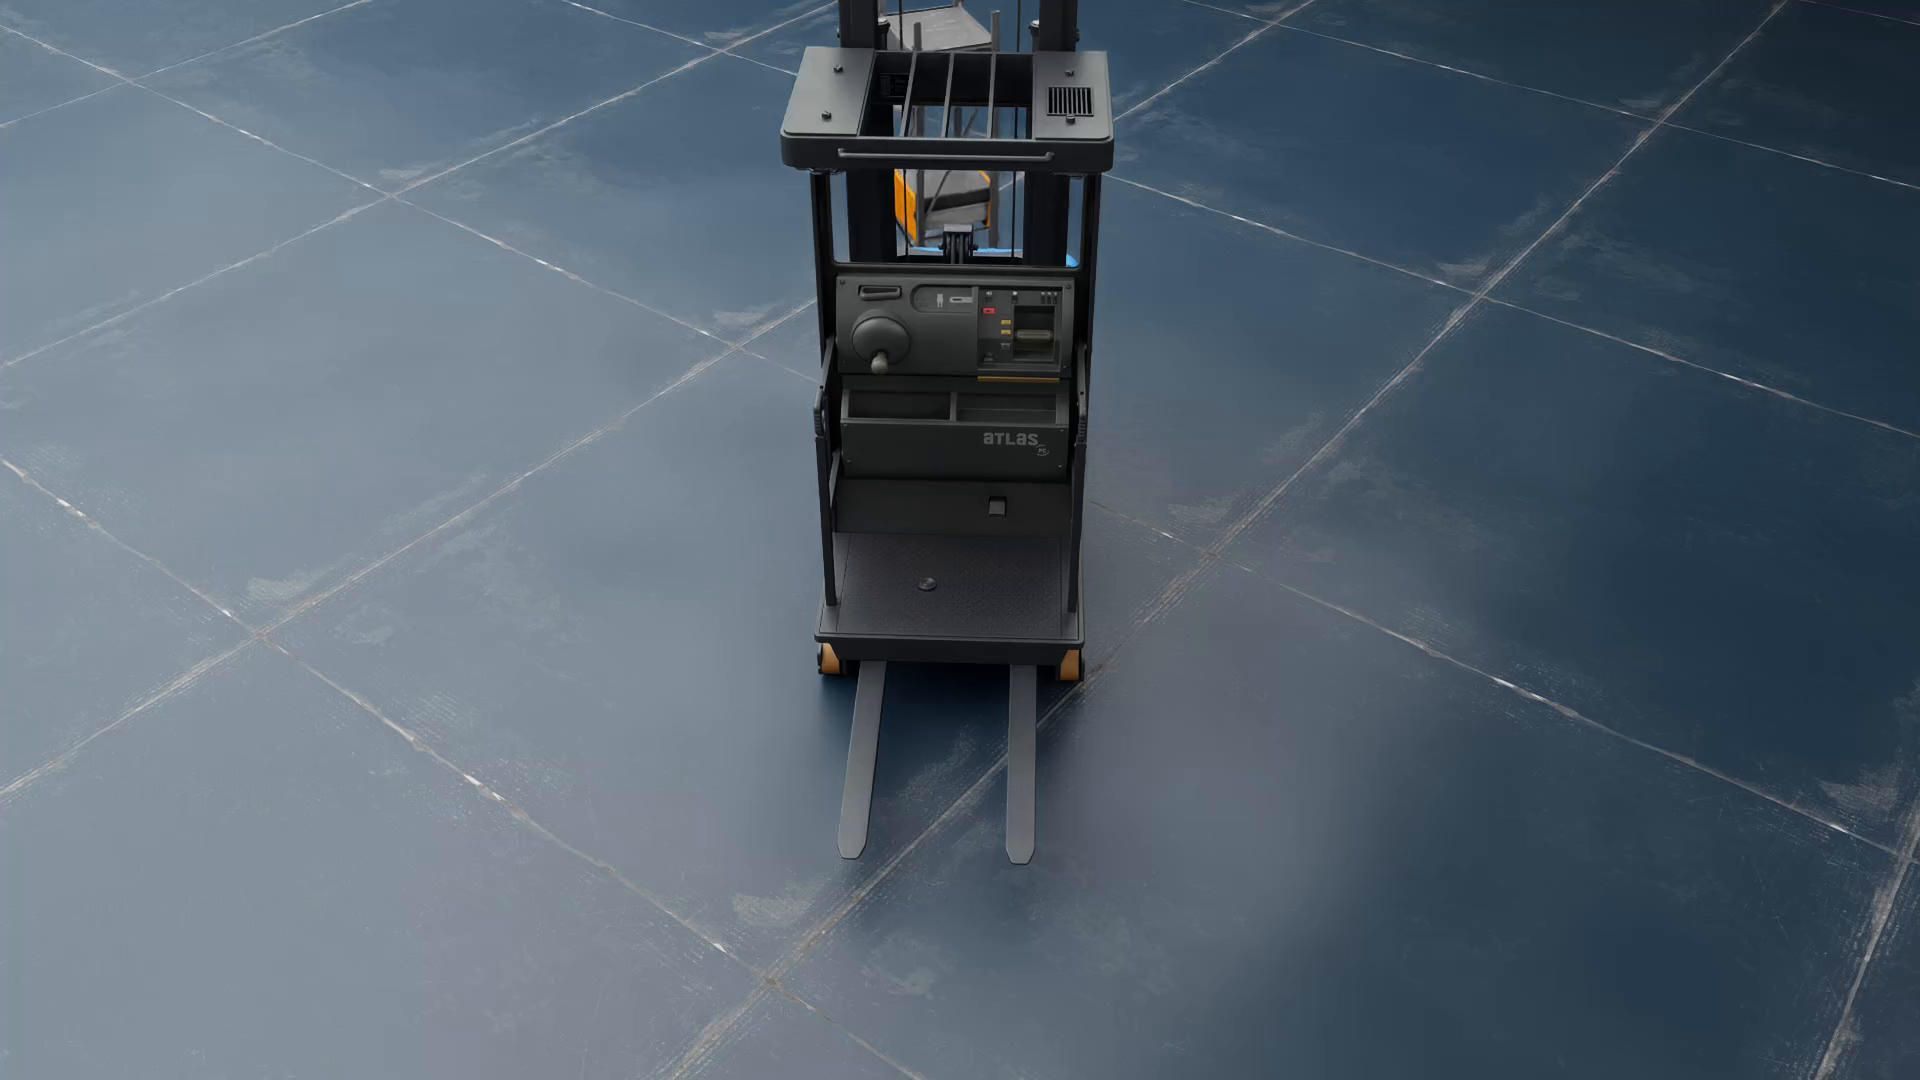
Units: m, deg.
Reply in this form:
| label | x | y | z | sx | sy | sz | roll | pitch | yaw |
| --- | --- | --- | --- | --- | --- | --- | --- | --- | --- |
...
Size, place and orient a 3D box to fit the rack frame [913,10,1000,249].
| label | x | y | z | sx | sy | sz | roll | pitch | yaw |
| --- | --- | --- | --- | --- | --- | --- | --- | --- | --- |
| rack frame | -0.013 | -1.453 | 7.899 | 0.400 | 2.100 | 0.015 | -13 | 40 | -16 |

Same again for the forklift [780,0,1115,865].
| label | x | y | z | sx | sy | sz | roll | pitch | yaw |
| --- | --- | --- | --- | --- | --- | --- | --- | --- | --- |
| forklift | -0.026 | -0.766 | 6.351 | 1.130 | 2.935 | 3.031 | 1 | 38 | 2 |

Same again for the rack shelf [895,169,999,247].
| label | x | y | z | sx | sy | sz | roll | pitch | yaw |
| --- | --- | --- | --- | --- | --- | --- | --- | --- | --- |
| rack shelf | -0.099 | -1.582 | 8.088 | 0.431 | 0.518 | 0.480 | -13 | 40 | -16 |

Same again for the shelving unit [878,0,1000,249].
| label | x | y | z | sx | sy | sz | roll | pitch | yaw |
| --- | --- | --- | --- | --- | --- | --- | --- | --- | --- |
| shelving unit | -0.099 | -1.593 | 8.079 | 0.431 | 2.100 | 0.503 | -13 | 40 | -16 |

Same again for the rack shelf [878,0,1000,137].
| label | x | y | z | sx | sy | sz | roll | pitch | yaw |
| --- | --- | --- | --- | --- | --- | --- | --- | --- | --- |
| rack shelf | -0.100 | -2.135 | 7.659 | 0.431 | 0.518 | 0.480 | -13 | 40 | -16 |

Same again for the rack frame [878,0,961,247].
| label | x | y | z | sx | sy | sz | roll | pitch | yaw |
| --- | --- | --- | --- | --- | --- | --- | --- | --- | --- |
| rack frame | -0.184 | -1.733 | 8.260 | 0.400 | 2.100 | 0.015 | -13 | 40 | -16 |
